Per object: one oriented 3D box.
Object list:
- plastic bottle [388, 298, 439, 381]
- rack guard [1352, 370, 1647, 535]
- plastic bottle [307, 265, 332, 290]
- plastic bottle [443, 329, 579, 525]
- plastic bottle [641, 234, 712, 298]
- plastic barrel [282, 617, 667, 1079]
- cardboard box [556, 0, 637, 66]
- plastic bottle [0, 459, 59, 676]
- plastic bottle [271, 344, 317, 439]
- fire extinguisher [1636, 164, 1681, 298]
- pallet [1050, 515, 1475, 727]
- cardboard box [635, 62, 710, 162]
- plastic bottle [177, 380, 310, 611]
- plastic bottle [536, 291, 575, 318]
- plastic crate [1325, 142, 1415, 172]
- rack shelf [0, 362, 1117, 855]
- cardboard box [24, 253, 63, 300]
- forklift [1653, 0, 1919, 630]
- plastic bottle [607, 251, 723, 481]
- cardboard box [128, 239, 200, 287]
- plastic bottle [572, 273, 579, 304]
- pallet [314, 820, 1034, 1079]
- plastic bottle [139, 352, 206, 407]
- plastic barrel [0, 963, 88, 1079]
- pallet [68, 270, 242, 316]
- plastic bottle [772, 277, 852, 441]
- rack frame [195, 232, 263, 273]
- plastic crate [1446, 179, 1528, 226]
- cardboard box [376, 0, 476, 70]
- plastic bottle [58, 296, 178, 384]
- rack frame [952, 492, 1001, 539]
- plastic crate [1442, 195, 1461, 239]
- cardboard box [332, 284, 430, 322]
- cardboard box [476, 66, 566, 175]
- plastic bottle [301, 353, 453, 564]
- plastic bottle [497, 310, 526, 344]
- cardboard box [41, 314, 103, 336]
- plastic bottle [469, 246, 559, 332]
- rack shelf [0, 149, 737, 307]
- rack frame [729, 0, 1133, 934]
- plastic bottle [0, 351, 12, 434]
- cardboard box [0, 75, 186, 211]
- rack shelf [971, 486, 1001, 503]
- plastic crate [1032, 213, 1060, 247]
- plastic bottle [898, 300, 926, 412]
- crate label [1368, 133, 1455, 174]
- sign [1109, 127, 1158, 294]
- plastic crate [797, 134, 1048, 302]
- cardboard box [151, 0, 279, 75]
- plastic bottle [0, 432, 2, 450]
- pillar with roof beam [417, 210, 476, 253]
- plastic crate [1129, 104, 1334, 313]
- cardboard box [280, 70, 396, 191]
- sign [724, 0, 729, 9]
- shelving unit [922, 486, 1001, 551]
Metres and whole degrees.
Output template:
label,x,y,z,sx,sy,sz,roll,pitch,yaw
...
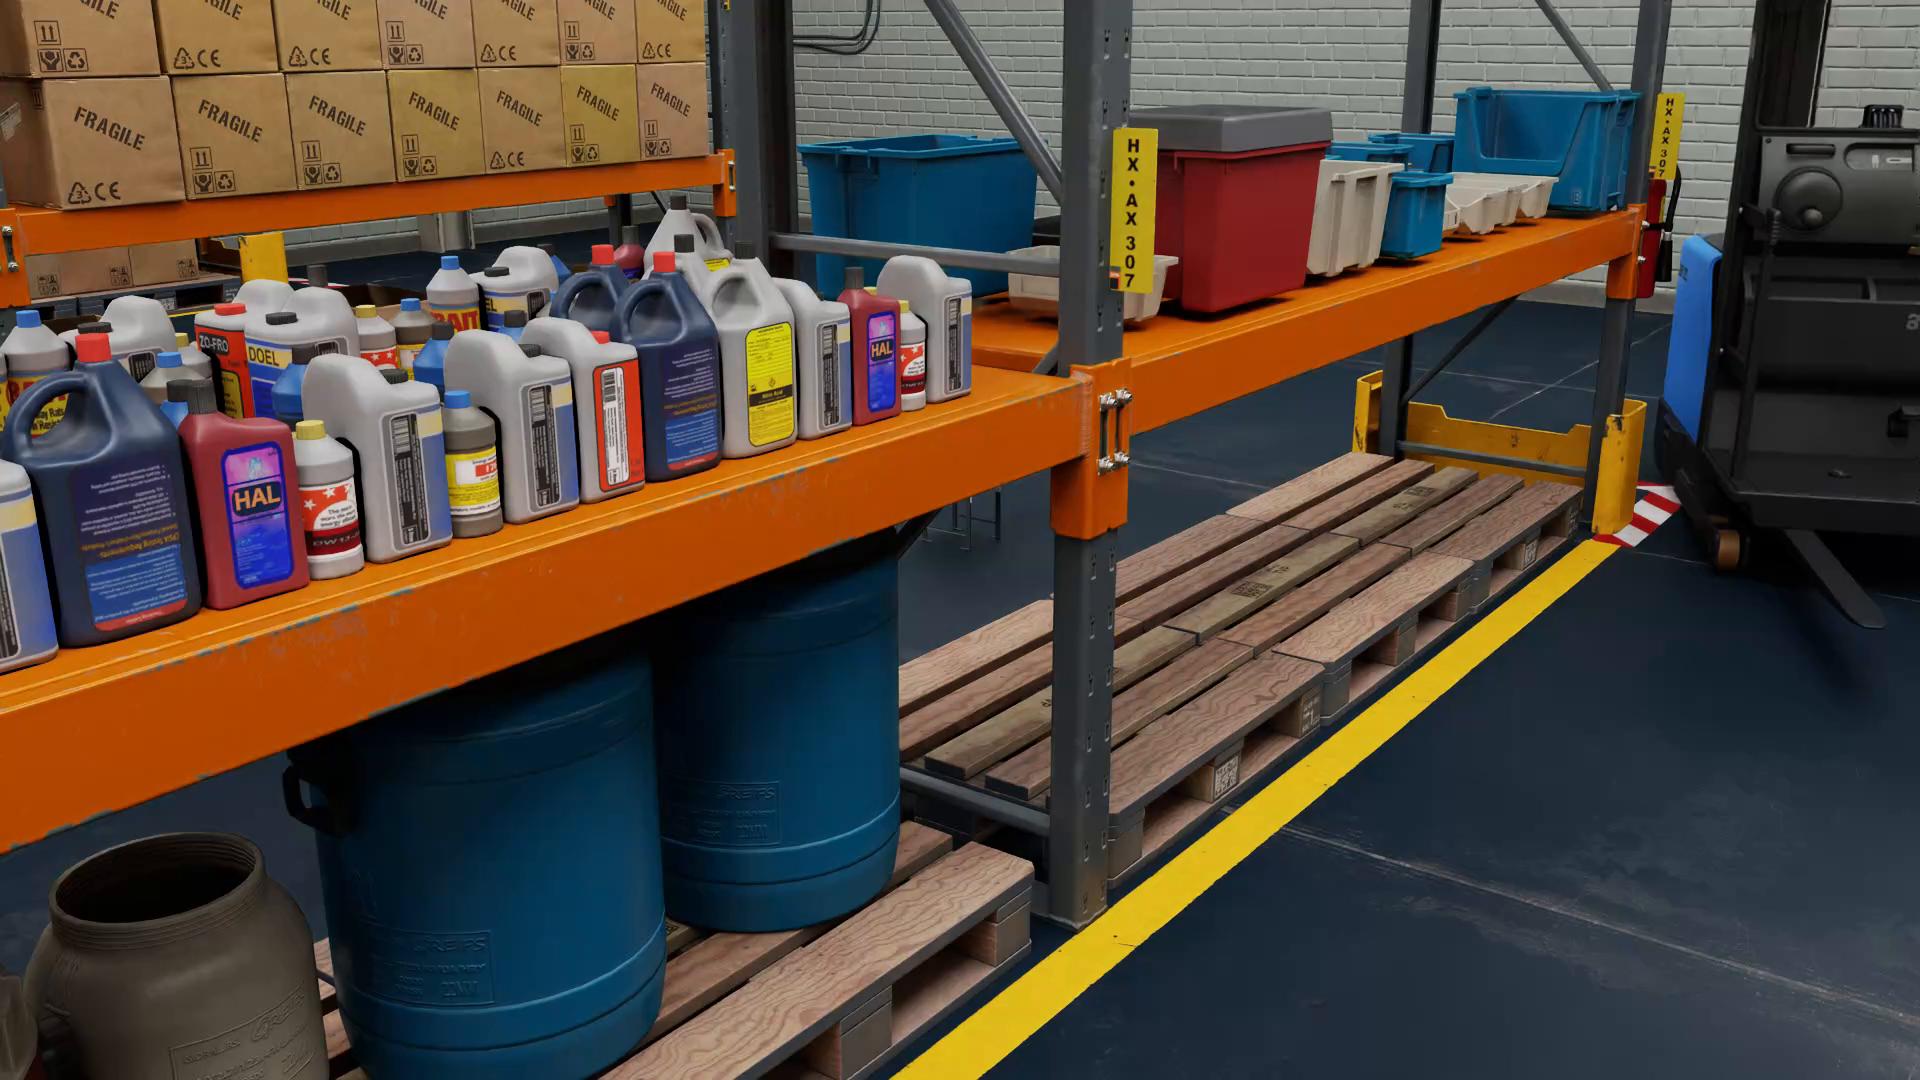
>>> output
label,x,y,z,sx,sy,sz,roll,pitch,yaw
plastic bottle,-1.040,-0.359,3.175,0.097,0.201,0.097,0,17,0
rack guard,2.296,-0.396,7.177,1.175,0.500,0.348,12,21,35
plastic bottle,-1.181,-0.350,3.010,0.061,0.283,0.133,12,21,35
plastic bottle,-0.665,-0.180,2.475,0.152,0.276,0.135,12,21,35
plastic bottle,-0.492,-0.355,2.911,0.144,0.351,0.185,12,21,35
plastic barrel,-0.851,0.467,3.011,0.600,0.901,0.708,12,21,35
cardboard box,-2.028,-2.708,8.553,0.500,0.500,0.500,13,22,36
plastic bottle,-1.131,0.006,1.875,0.152,0.276,0.135,12,21,35
plastic bottle,-0.914,-0.140,2.354,0.097,0.271,0.097,0,17,0
fire extinguisher,2.747,-1.323,6.705,0.296,0.674,0.183,12,21,35
pallet,1.042,0.228,5.652,1.003,0.211,1.213,12,21,35
cardboard box,-1.732,-2.351,9.089,0.500,0.500,0.500,13,22,36
plastic bottle,-0.904,-0.065,2.092,0.061,0.283,0.133,12,21,35
plastic bottle,-0.780,-0.387,3.267,0.097,0.201,0.097,0,17,0
plastic crate,1.488,-1.373,6.290,0.416,0.233,0.300,12,21,35
rack shelf,-1.283,0.190,2.286,1.077,0.370,4.000,12,21,35
cardboard box,-6.598,-1.916,11.363,0.700,0.500,0.500,12,21,33
forklift,3.476,-1.332,6.090,1.130,2.935,3.031,4,18,13
plastic bottle,-0.486,-0.285,2.687,0.144,0.351,0.185,12,21,35
cardboard box,-6.001,-2.155,12.133,0.700,0.500,0.500,12,21,35
plastic bottle,-0.786,-0.460,3.503,0.097,0.201,0.097,0,17,0
pallet,-0.584,0.879,3.558,1.003,0.211,1.213,12,21,35
plastic bottle,-1.252,-0.198,2.659,0.097,0.201,0.097,0,17,0
plastic barrel,-1.524,0.886,2.191,0.600,0.588,0.708,12,21,35
pallet,-6.078,-1.797,12.174,1.003,0.211,1.213,12,21,35
plastic bottle,-0.284,-0.332,2.965,0.152,0.276,0.135,12,21,35
rack frame,-5.664,-3.333,12.418,1.000,3.000,0.127,12,21,35
plastic crate,1.767,-1.192,5.868,0.396,0.136,0.243,12,21,35
cardboard box,-2.640,-2.462,7.759,0.500,0.500,0.500,13,22,36
plastic bottle,-1.363,-0.251,2.705,0.152,0.276,0.135,12,21,35
rack frame,0.065,-0.456,6.695,0.240,0.900,0.006,12,21,35
plastic crate,1.460,-1.048,5.403,0.298,0.136,0.250,12,21,35
cardboard box,-2.952,-0.972,8.283,0.797,0.503,0.637,12,21,35
cardboard box,-2.340,-2.109,8.309,0.500,0.500,0.500,13,21,35
plastic bottle,-0.803,-0.125,2.297,0.152,0.276,0.135,12,21,35
plastic bottle,-0.696,-0.227,2.635,0.097,0.271,0.097,0,17,0
cardboard box,-3.955,-0.708,7.438,0.500,0.500,0.500,12,21,35
plastic bottle,-0.891,-0.440,3.312,0.152,0.276,0.135,12,21,35
rack shelf,-2.875,-1.638,8.175,1.077,0.370,4.000,12,21,35
rack frame,-0.091,-0.629,3.713,1.000,3.000,0.127,12,21,35
plastic bottle,-1.512,-0.203,2.558,0.097,0.271,0.097,0,17,0
cardboard box,-3.545,-1.627,6.755,0.500,0.500,0.500,13,22,36
rack shelf,0.005,-0.228,6.680,0.258,0.077,0.200,12,21,35
plastic crate,0.360,-0.841,4.756,0.437,0.125,0.590,12,21,35
plastic bottle,-0.114,-0.351,3.151,0.097,0.201,0.097,0,17,0
crate label,1.881,-1.530,6.795,0.416,0.233,0.303,12,21,35
sign,0.349,-0.664,3.357,0.100,0.325,0.005,12,21,35
plastic crate,-0.087,-0.822,4.258,0.392,0.384,0.575,12,21,35
cardboard box,-3.253,-2.216,6.968,0.500,0.500,0.500,12,21,33
plastic bottle,-1.235,-0.062,1.967,0.144,0.351,0.185,12,21,35
pillar with roof beam,-1.293,-6.233,11.642,9.100,9.000,0.400,12,21,35
plastic crate,0.642,-0.857,4.236,0.402,0.464,0.583,12,21,35
cardboard box,-2.942,-1.868,7.532,0.500,0.500,0.500,12,21,34
sign,-1.250,-3.059,9.052,0.100,0.325,0.005,12,21,35
shelving unit,0.005,-0.432,6.617,0.258,0.900,0.210,12,21,35
